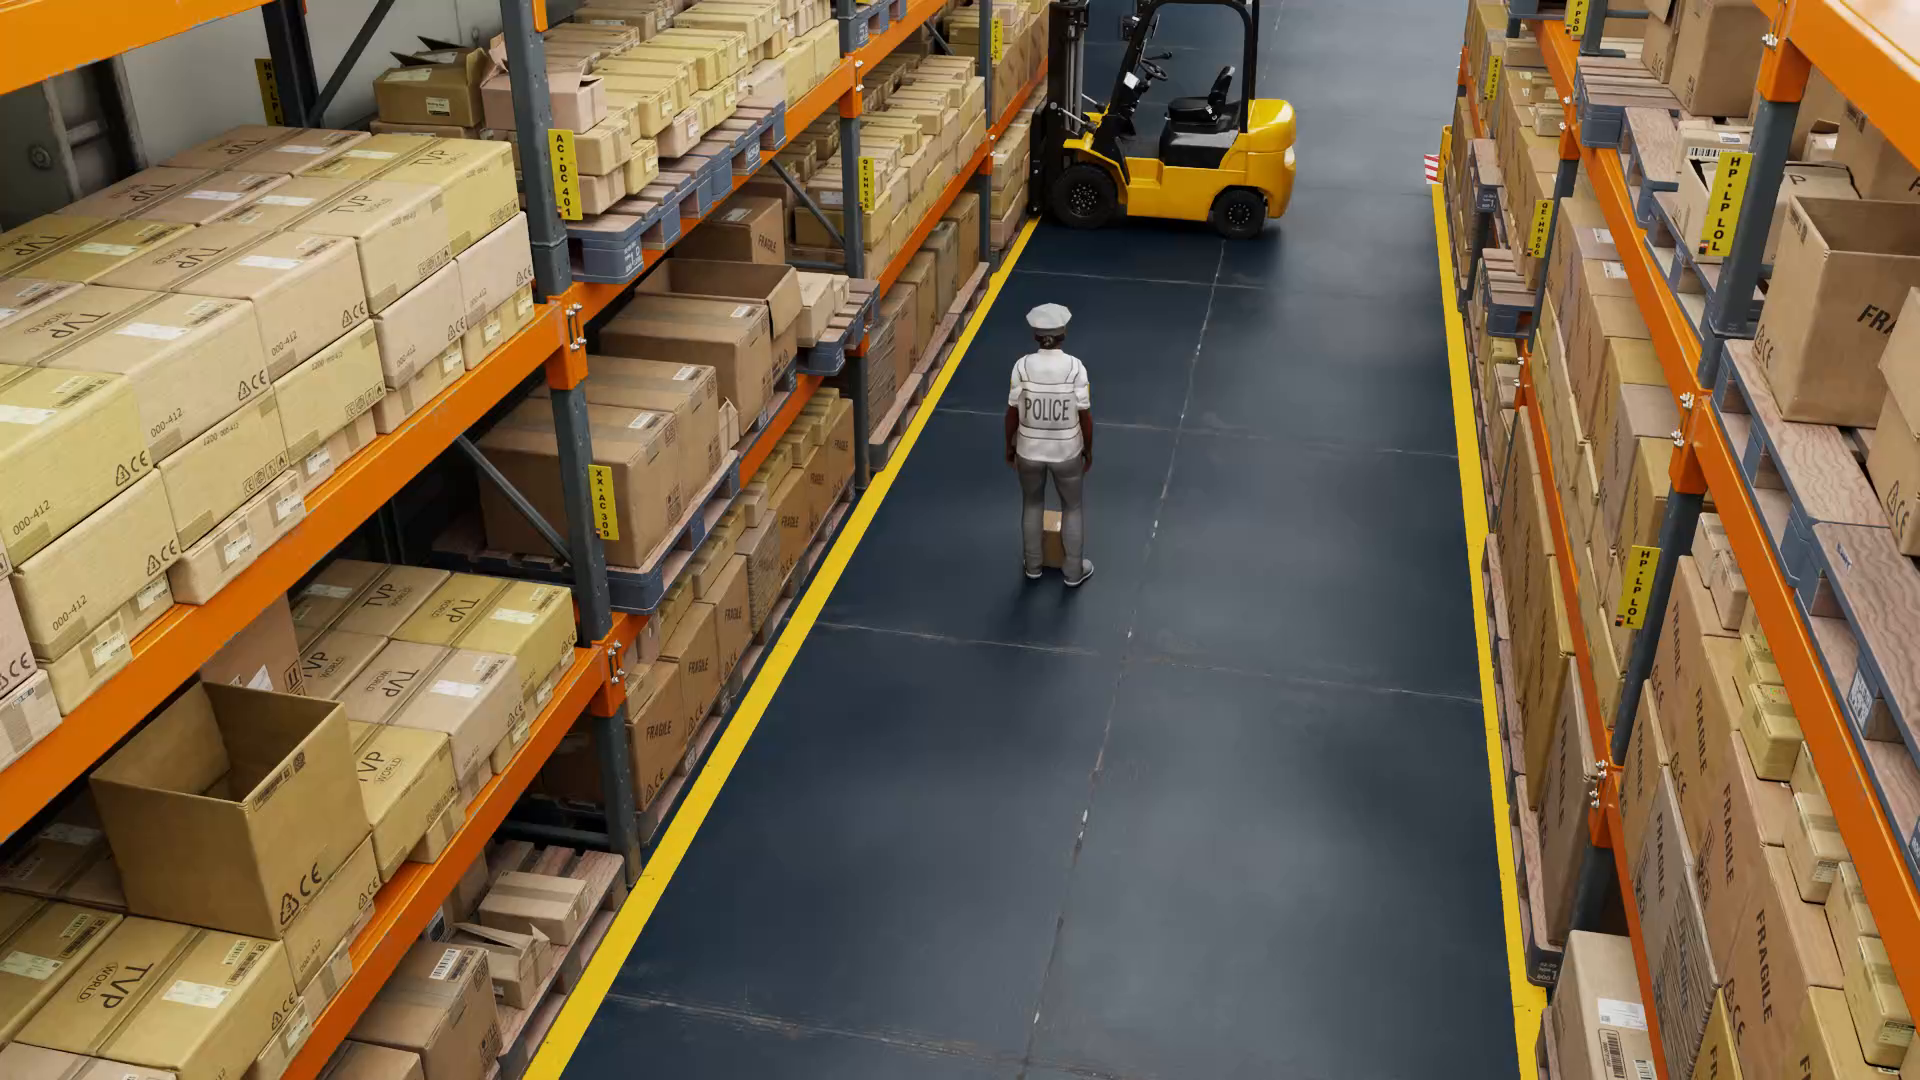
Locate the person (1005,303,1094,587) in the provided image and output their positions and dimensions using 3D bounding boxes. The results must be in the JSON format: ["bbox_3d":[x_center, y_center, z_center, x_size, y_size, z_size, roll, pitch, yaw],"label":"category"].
[{"bbox_3d":[0.526,-0.519,9.544,0.532,1.664,0.422,4,29,8],"label":"person"}]
